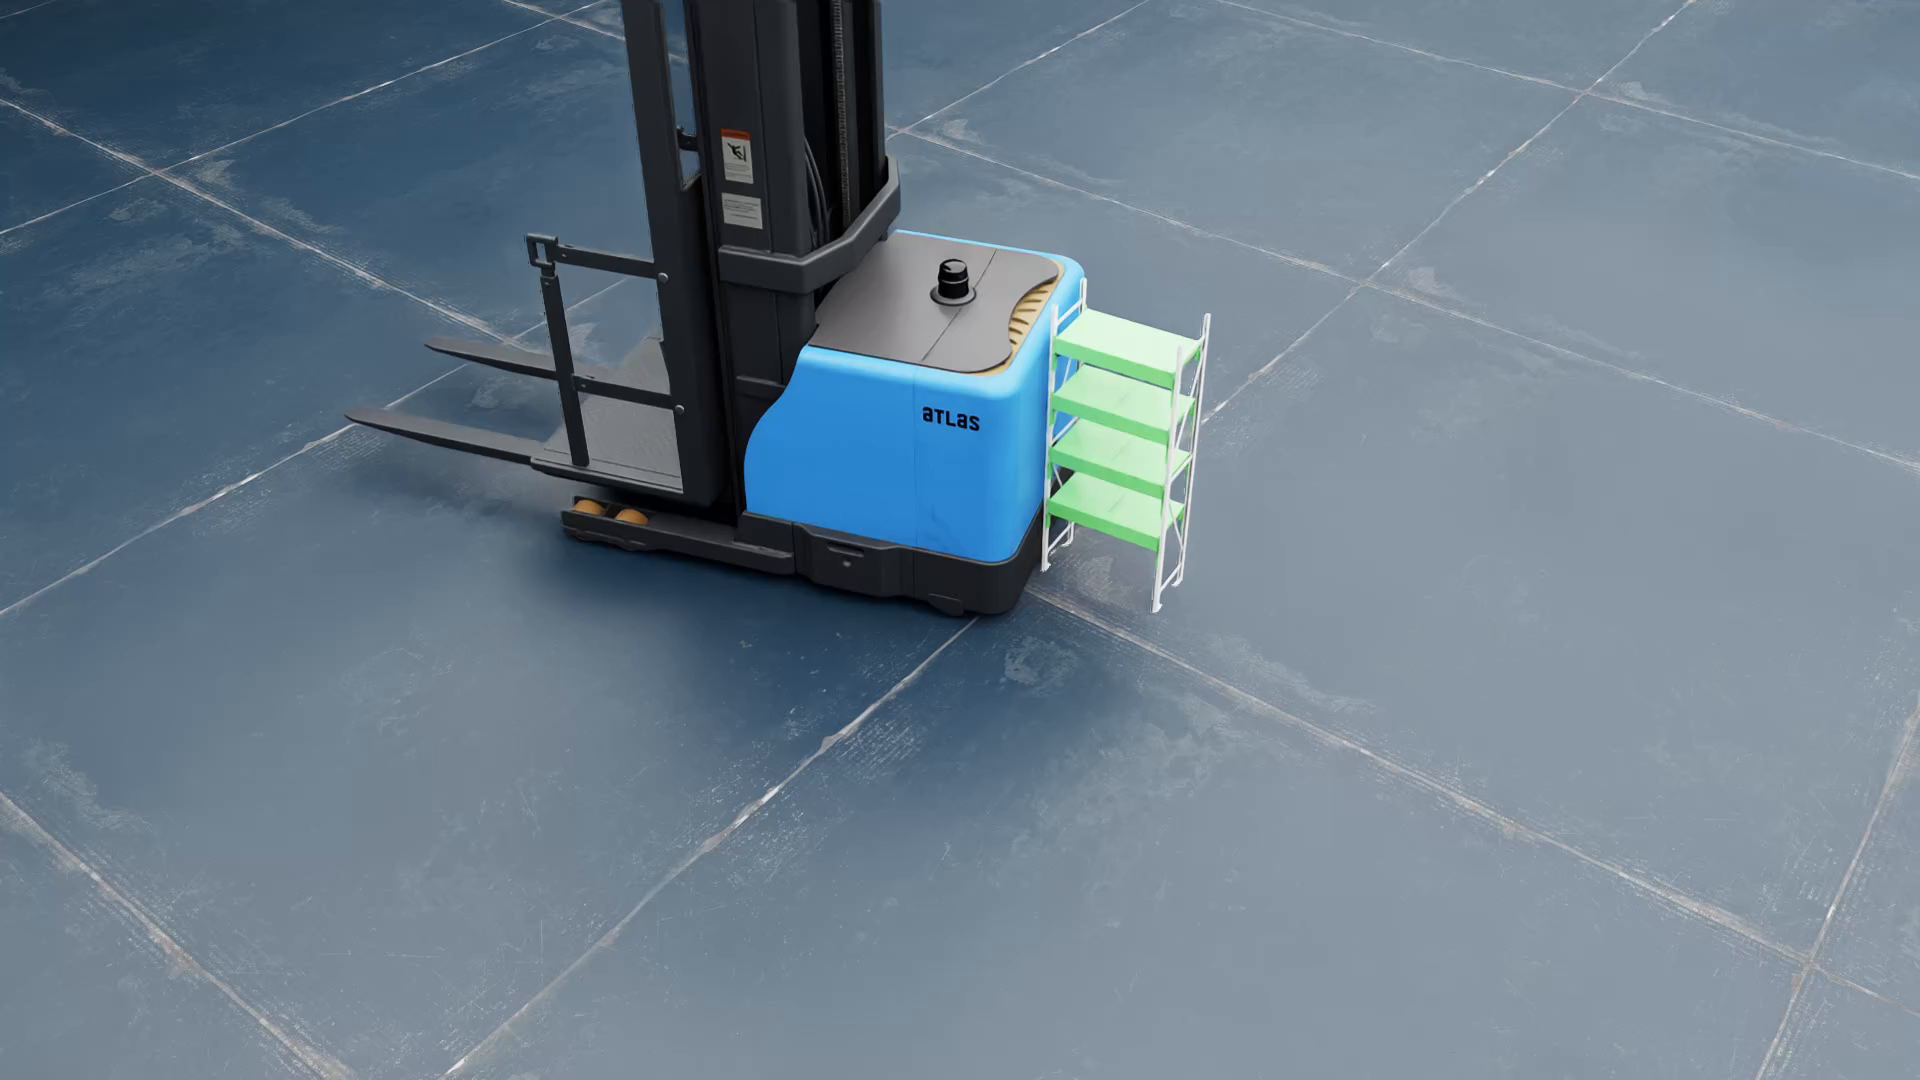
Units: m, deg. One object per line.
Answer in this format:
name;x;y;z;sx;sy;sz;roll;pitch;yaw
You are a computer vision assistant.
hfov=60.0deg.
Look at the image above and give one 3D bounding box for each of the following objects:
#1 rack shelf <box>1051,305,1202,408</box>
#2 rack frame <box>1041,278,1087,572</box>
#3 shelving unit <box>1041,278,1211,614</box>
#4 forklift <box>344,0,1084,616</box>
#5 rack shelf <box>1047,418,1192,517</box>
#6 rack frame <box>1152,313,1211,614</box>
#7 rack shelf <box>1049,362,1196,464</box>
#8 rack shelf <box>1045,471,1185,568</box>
rack shelf;0.599;-0.660;5.944;0.480;0.148;0.258;20;42;24
rack frame;0.390;-0.410;6.300;0.015;1.200;0.240;20;42;24
shelving unit;0.599;-0.332;6.201;0.503;1.200;0.258;20;42;24
forklift;-1.082;-1.405;6.167;3.031;2.935;1.130;12;40;15
rack shelf;0.599;-0.282;6.240;0.480;0.148;0.258;20;42;24
rack frame;0.808;-0.255;6.102;0.015;1.200;0.240;20;42;24
rack shelf;0.599;-0.471;6.092;0.480;0.148;0.258;20;42;24
rack shelf;0.599;-0.093;6.388;0.480;0.148;0.258;20;42;24
